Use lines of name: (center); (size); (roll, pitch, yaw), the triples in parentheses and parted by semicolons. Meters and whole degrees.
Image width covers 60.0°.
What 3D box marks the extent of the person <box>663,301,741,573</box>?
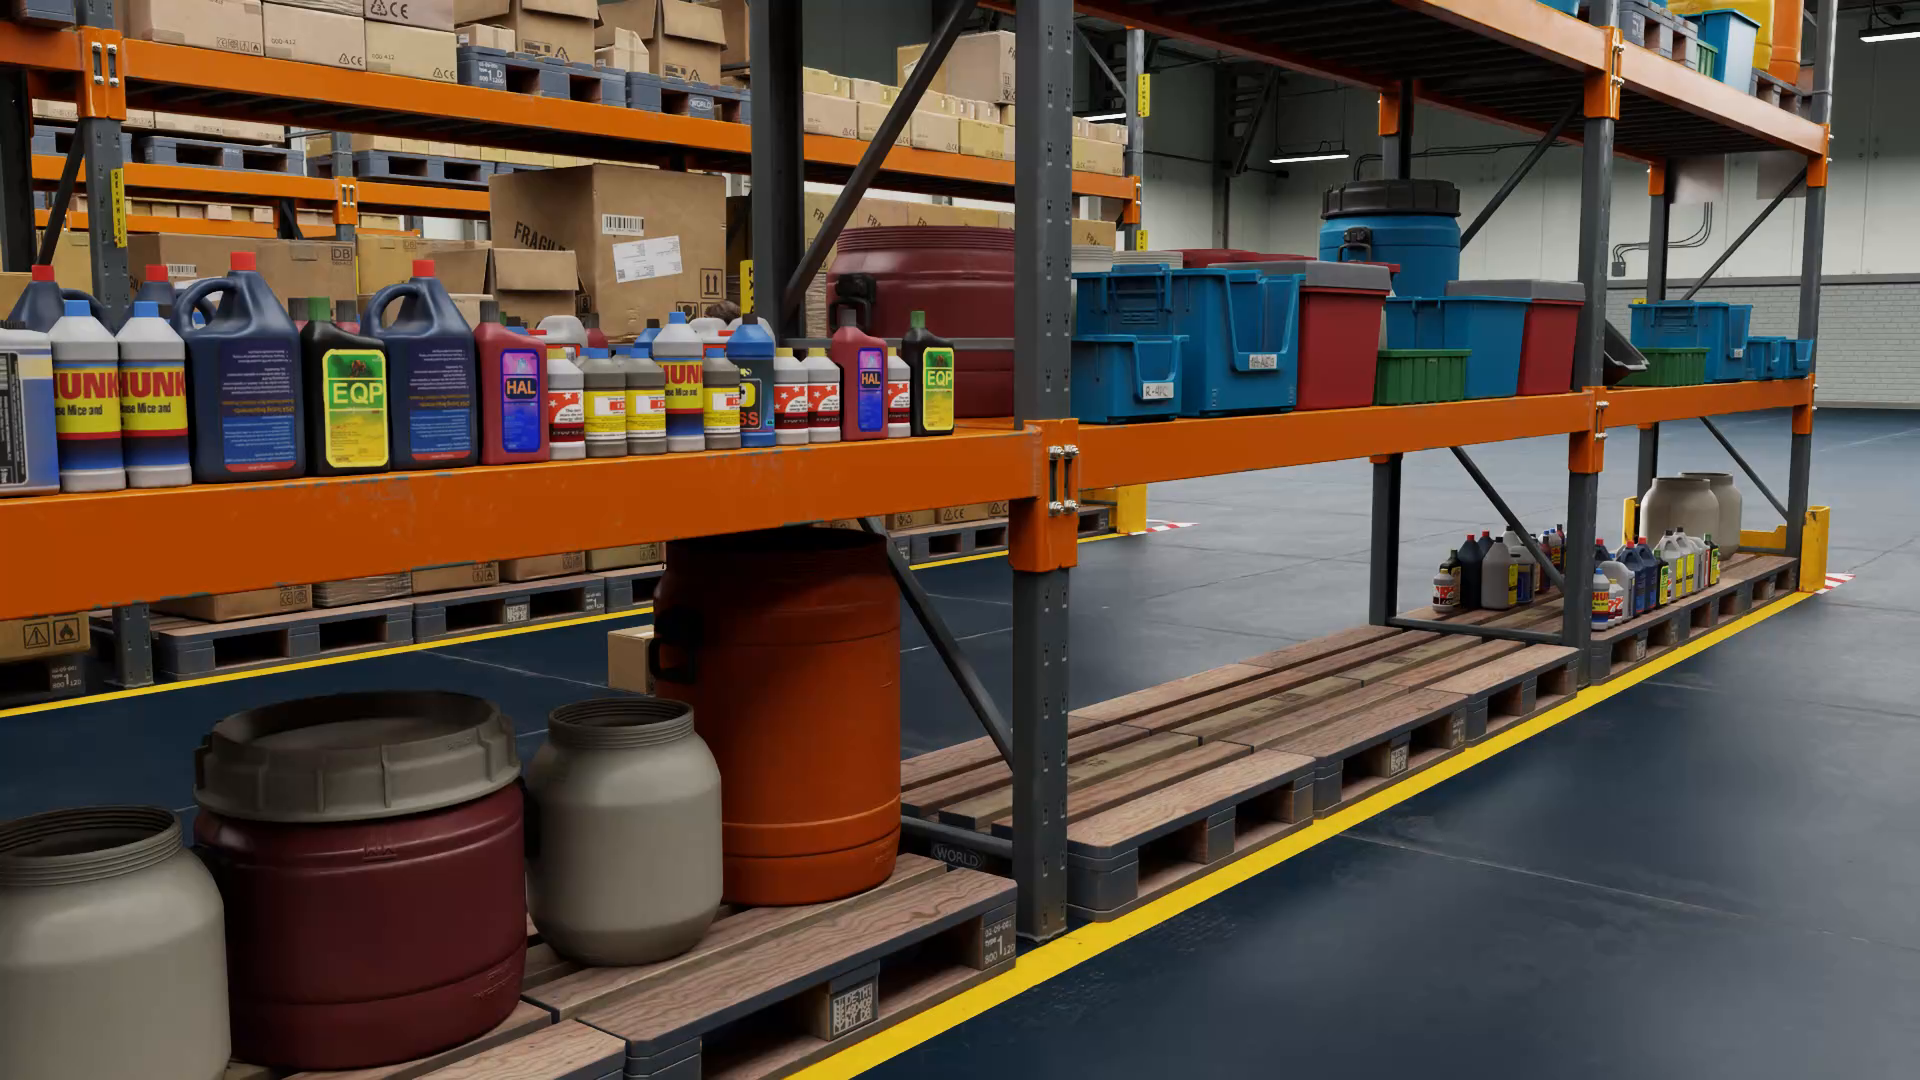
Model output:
person: (-1.032, -0.165, 6.996); (0.719, 1.665, 0.472); (5, 9, 39)
